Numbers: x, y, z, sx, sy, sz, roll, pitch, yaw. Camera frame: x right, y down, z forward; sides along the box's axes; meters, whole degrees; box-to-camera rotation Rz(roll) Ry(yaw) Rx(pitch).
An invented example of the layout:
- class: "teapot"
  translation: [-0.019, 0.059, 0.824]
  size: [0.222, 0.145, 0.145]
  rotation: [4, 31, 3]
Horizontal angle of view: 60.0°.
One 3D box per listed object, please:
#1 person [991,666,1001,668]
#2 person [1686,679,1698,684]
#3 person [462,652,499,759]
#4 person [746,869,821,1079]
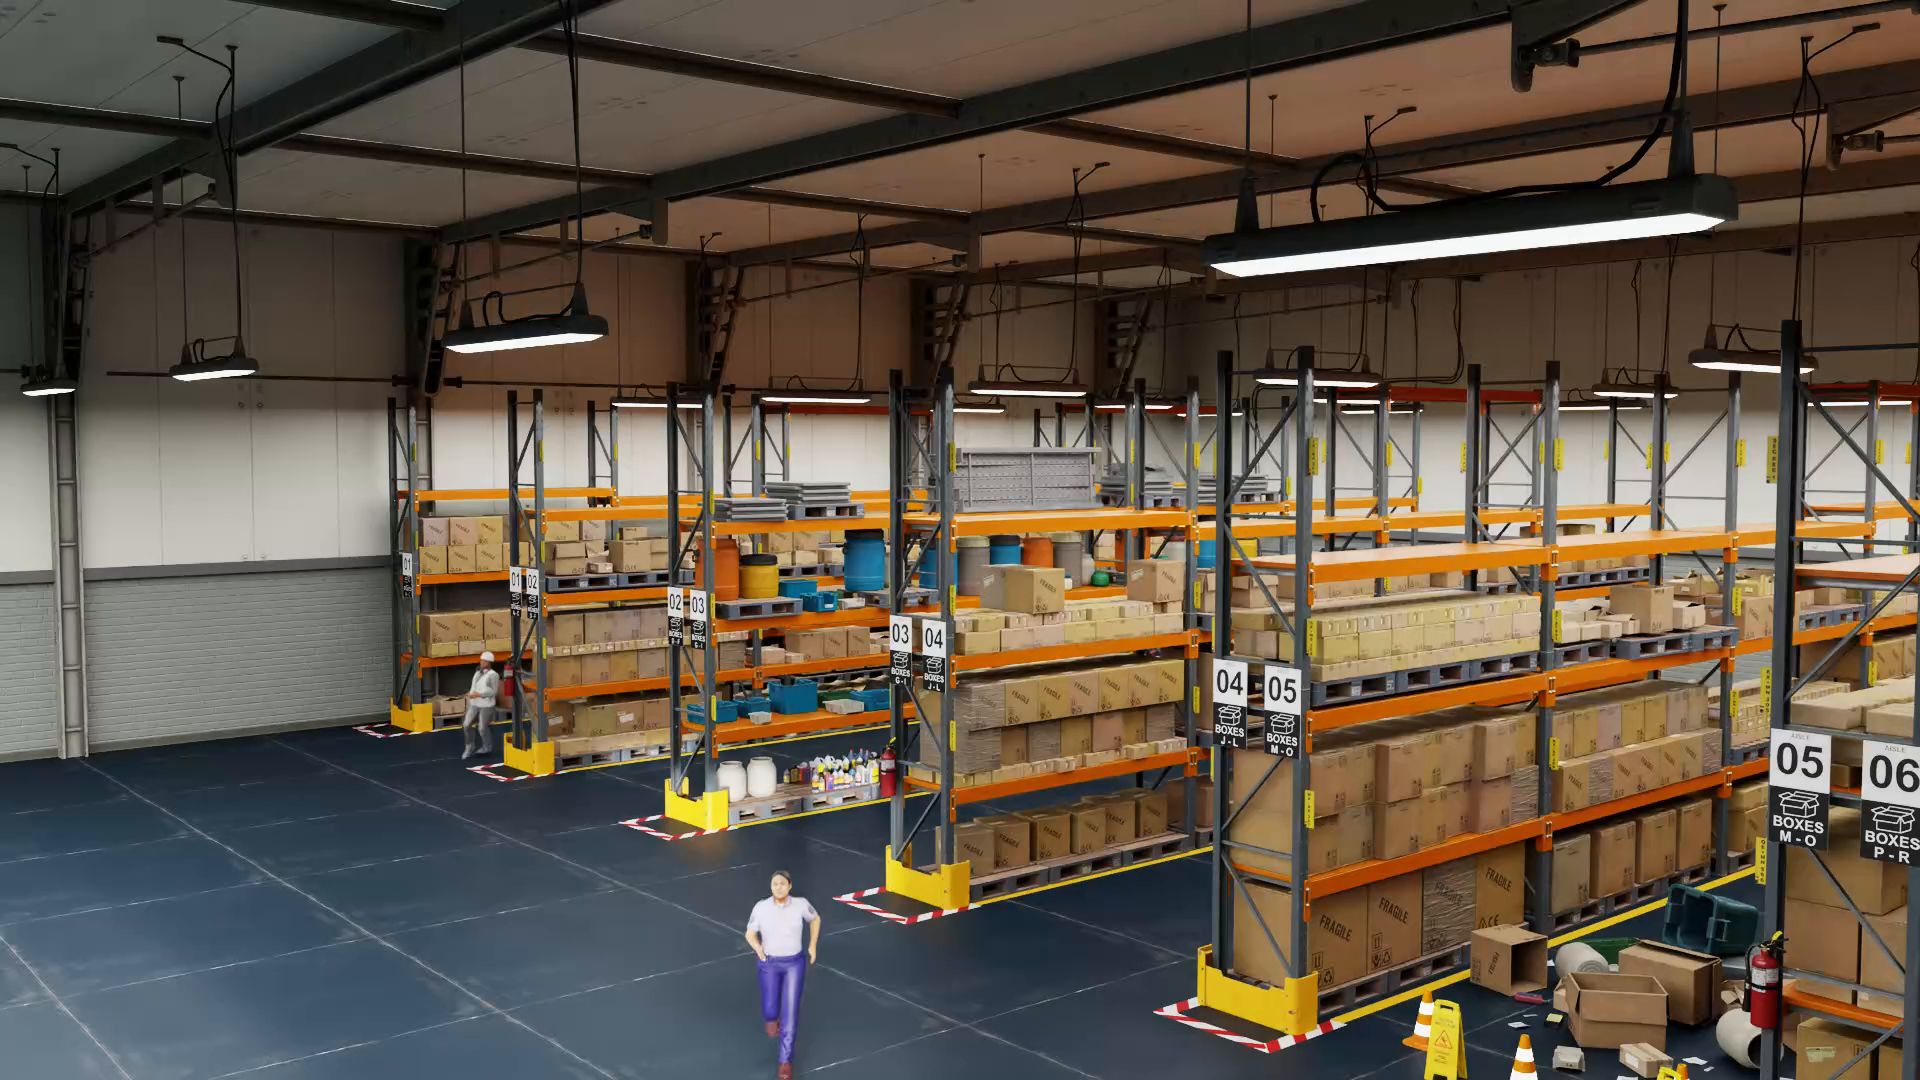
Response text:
- class: "person"
  translation: [0.635, 2.694, 29.140]
  size: [0.536, 1.555, 0.503]
  rotation: [2, 4, 34]
- class: "person"
  translation: [10.525, 2.878, 23.971]
  size: [1.079, 1.742, 0.724]
  rotation: [-3, 4, -38]
- class: "person"
  translation: [-7.813, 2.715, 27.243]
  size: [0.671, 1.793, 0.674]
  rotation: [1, 4, 23]
- class: "person"
  translation: [-1.470, 3.552, 13.821]
  size: [0.621, 1.603, 0.932]
  rotation: [0, 3, -4]
